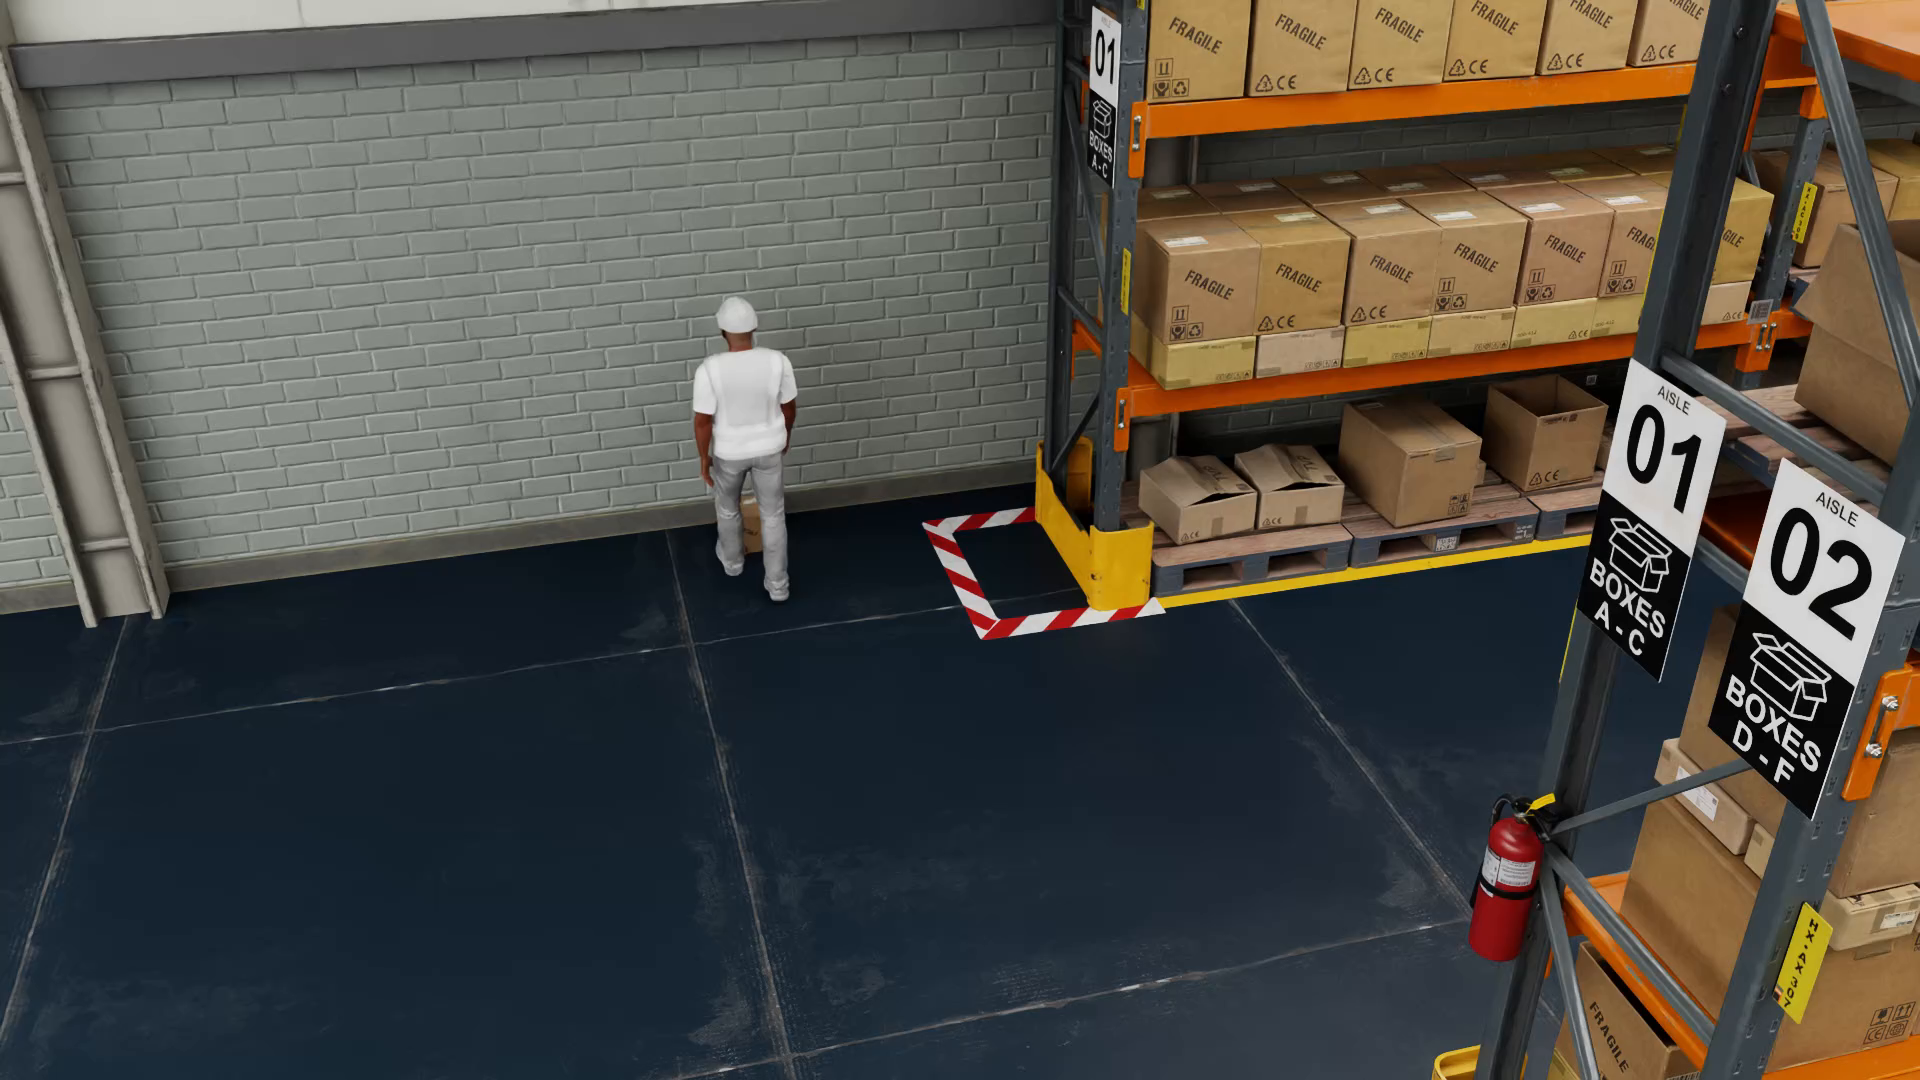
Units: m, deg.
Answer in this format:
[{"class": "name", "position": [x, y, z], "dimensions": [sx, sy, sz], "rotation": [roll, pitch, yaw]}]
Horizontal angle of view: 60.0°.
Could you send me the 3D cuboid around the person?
[{"class": "person", "position": [-1.179, -0.534, 9.164], "dimensions": [0.571, 1.766, 0.669], "rotation": [-7, 31, -12]}]
